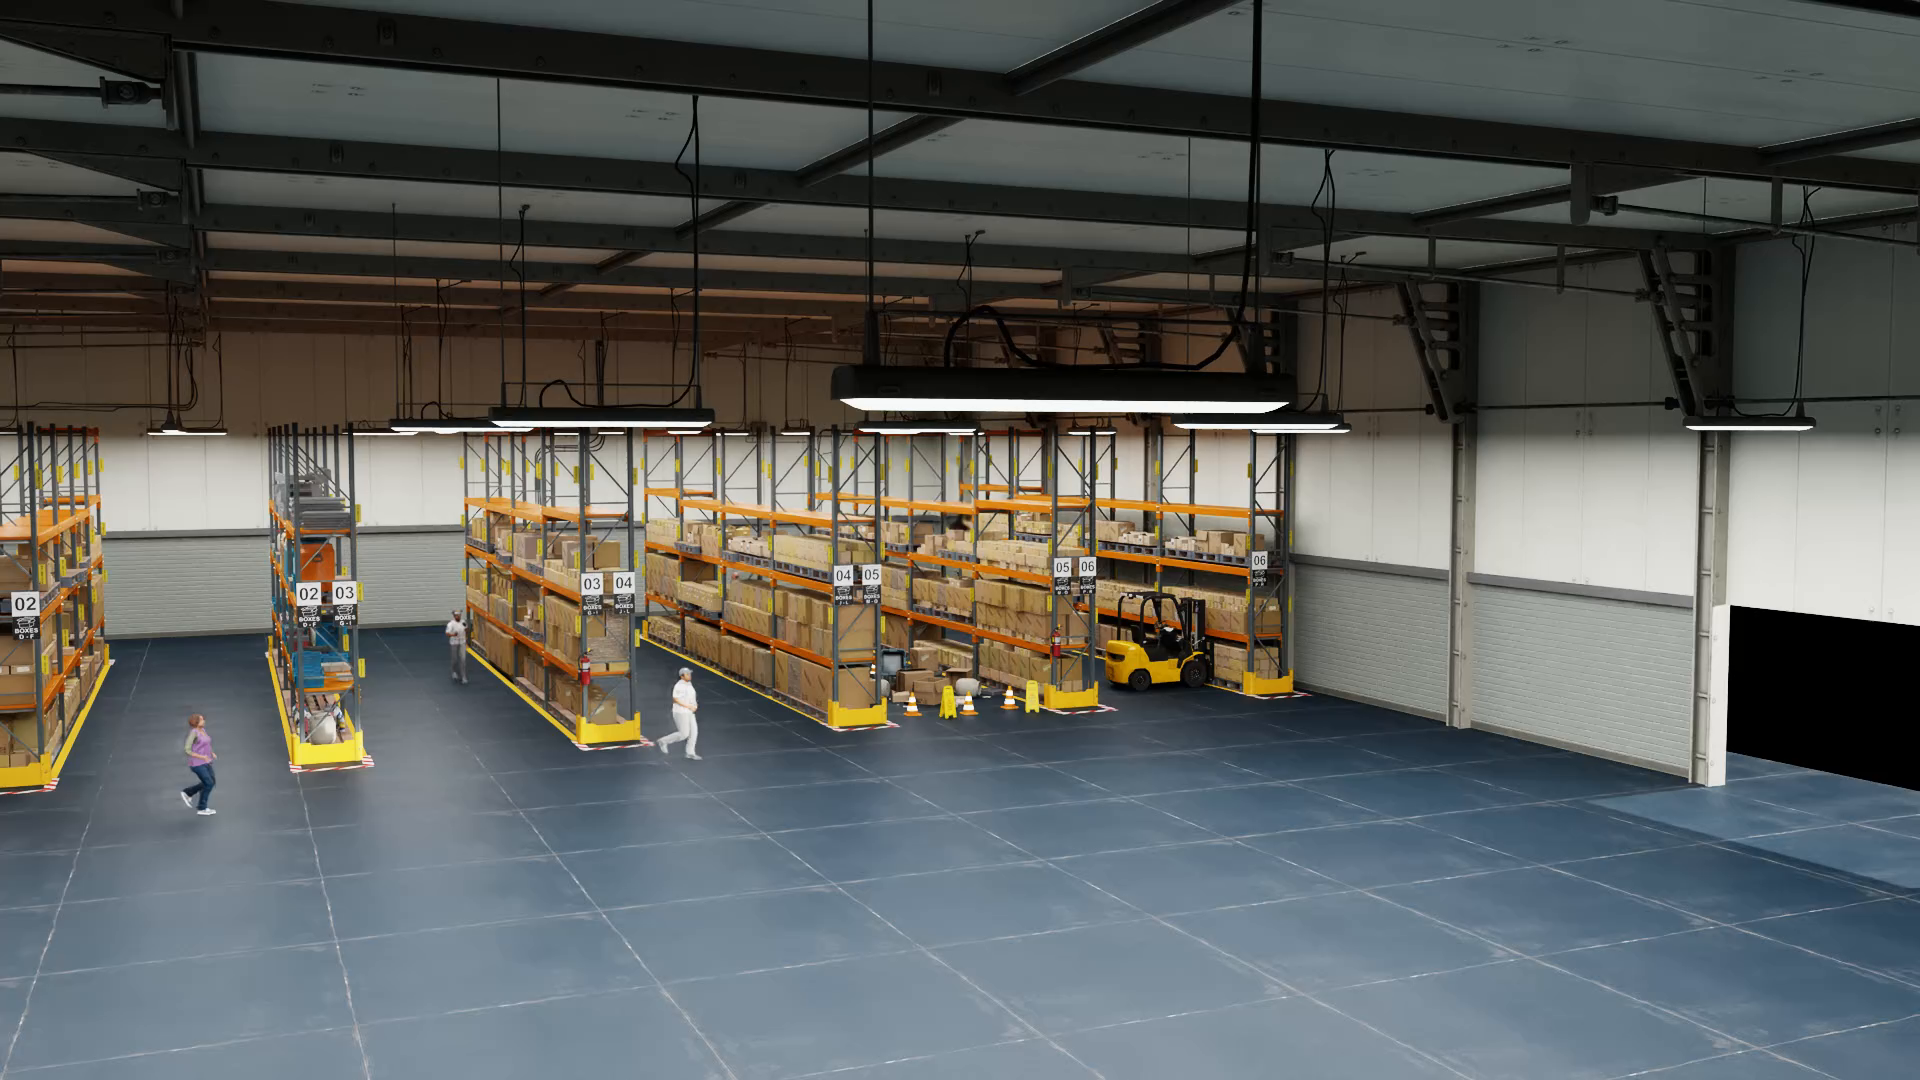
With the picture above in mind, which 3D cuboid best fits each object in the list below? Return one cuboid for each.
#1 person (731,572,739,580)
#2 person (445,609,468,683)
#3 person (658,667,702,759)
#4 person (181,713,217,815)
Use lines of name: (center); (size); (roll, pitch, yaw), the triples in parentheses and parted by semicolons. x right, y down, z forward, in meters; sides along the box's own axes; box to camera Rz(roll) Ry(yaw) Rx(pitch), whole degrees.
person: (-6.754, 1.824, 50.302); (0.647, 1.691, 0.675); (-1, 4, -9)
person: (-11.811, 2.471, 39.117); (0.576, 1.719, 0.890); (-2, 4, -28)
person: (-4.987, 3.100, 29.757); (0.753, 1.661, 0.613); (1, 4, 13)
person: (-11.590, 3.402, 25.255); (0.559, 1.548, 0.535); (0, 3, 0)
